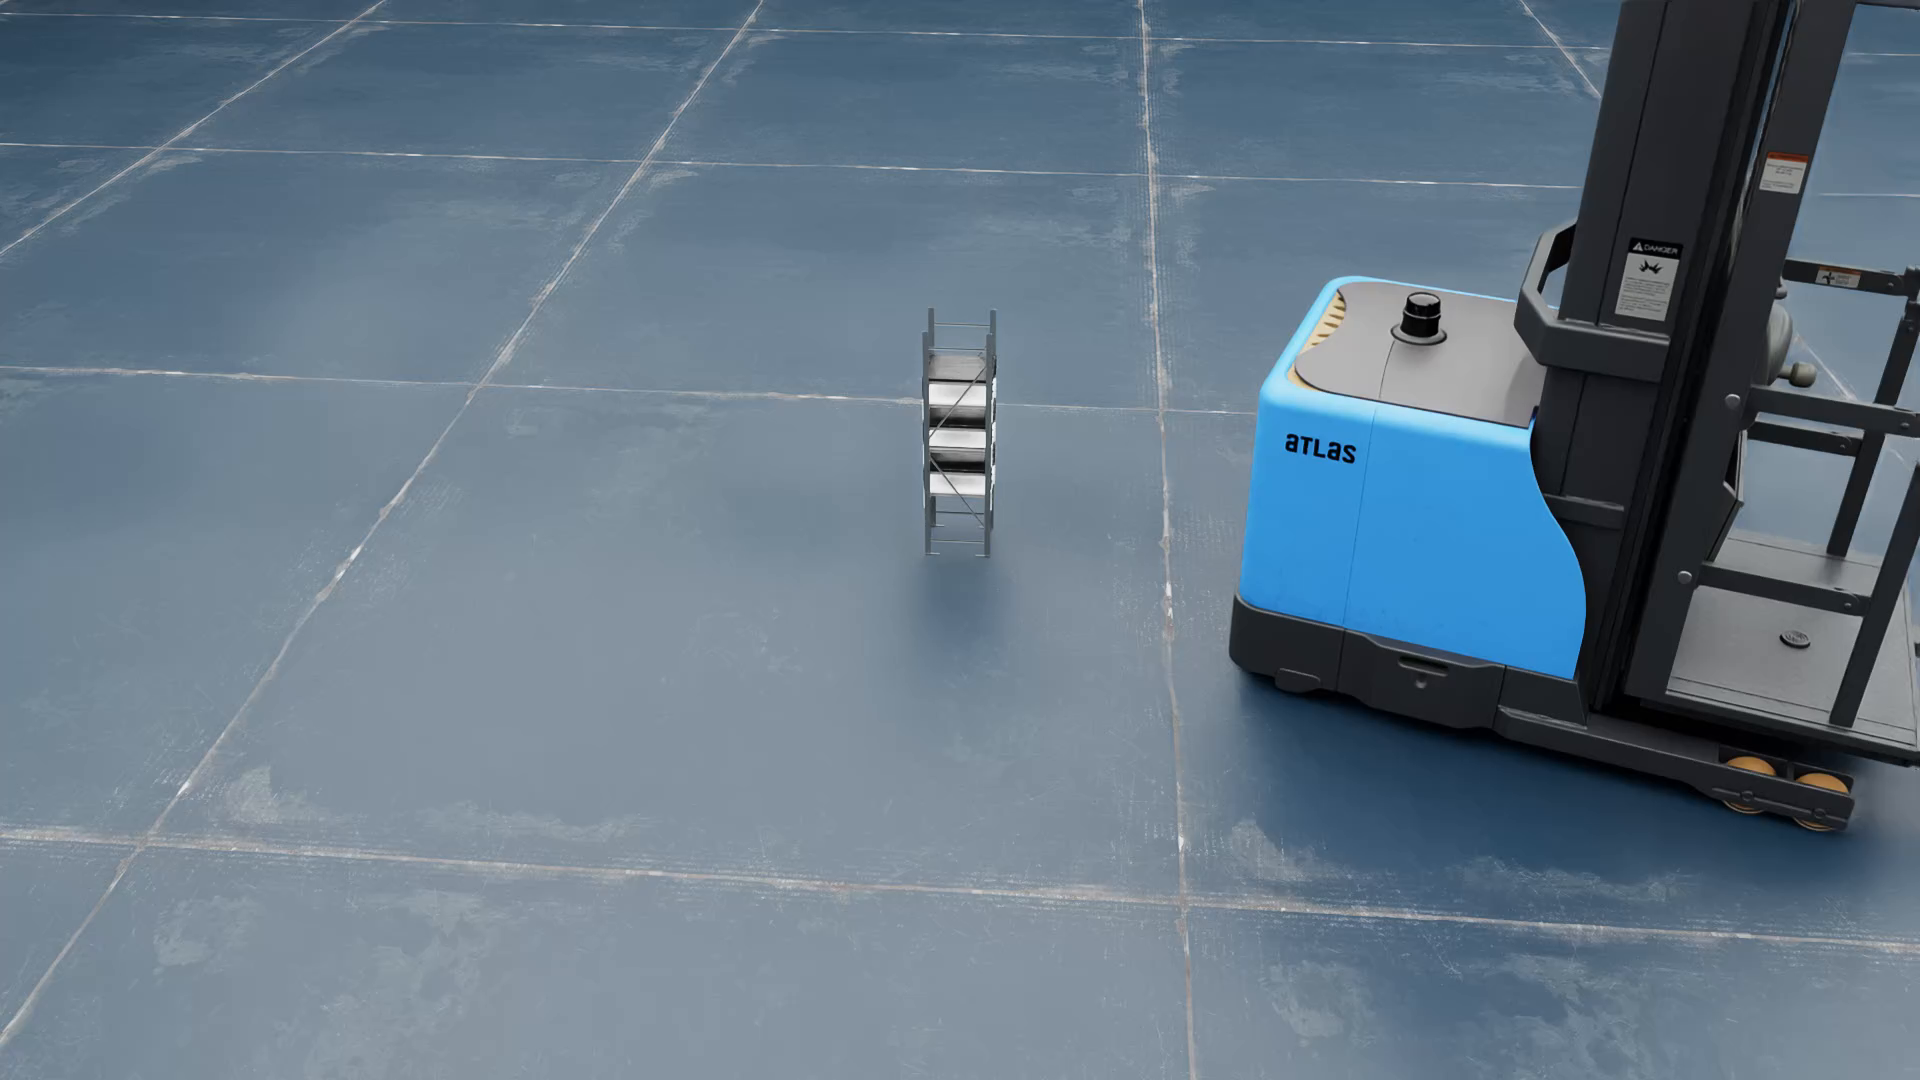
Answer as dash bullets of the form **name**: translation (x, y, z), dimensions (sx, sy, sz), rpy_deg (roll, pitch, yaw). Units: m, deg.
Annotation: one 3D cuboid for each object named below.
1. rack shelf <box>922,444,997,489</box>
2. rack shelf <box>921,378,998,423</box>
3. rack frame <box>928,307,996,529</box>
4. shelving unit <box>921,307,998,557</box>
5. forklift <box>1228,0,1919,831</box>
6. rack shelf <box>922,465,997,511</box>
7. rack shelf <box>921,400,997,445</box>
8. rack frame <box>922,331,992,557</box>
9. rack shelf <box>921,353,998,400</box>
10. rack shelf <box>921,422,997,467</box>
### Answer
- **rack shelf**: translation (-0.001, -0.274, 6.072), dimensions (0.258, 0.077, 0.200), rpy_deg (2, 32, 4)
- **rack shelf**: translation (-0.001, -0.504, 5.930), dimensions (0.258, 0.077, 0.200), rpy_deg (2, 32, 4)
- **rack frame**: translation (0.008, -0.432, 6.093), dimensions (0.240, 0.900, 0.006), rpy_deg (2, 32, 4)
- **shelving unit**: translation (-0.001, -0.379, 6.007), dimensions (0.258, 0.900, 0.210), rpy_deg (2, 32, 4)
- **forklift**: translation (2.453, -0.714, 4.615), dimensions (3.031, 2.935, 1.130), rpy_deg (13, 34, 20)
- **rack shelf**: translation (-0.001, -0.197, 6.119), dimensions (0.258, 0.077, 0.200), rpy_deg (2, 32, 4)
- **rack shelf**: translation (-0.001, -0.427, 5.977), dimensions (0.258, 0.077, 0.200), rpy_deg (2, 32, 4)
- **rack frame**: translation (-0.009, -0.326, 5.921), dimensions (0.240, 0.900, 0.006), rpy_deg (2, 32, 4)
- **rack shelf**: translation (-0.001, -0.580, 5.883), dimensions (0.258, 0.077, 0.200), rpy_deg (2, 32, 4)
- **rack shelf**: translation (-0.001, -0.350, 6.025), dimensions (0.258, 0.077, 0.200), rpy_deg (2, 32, 4)
